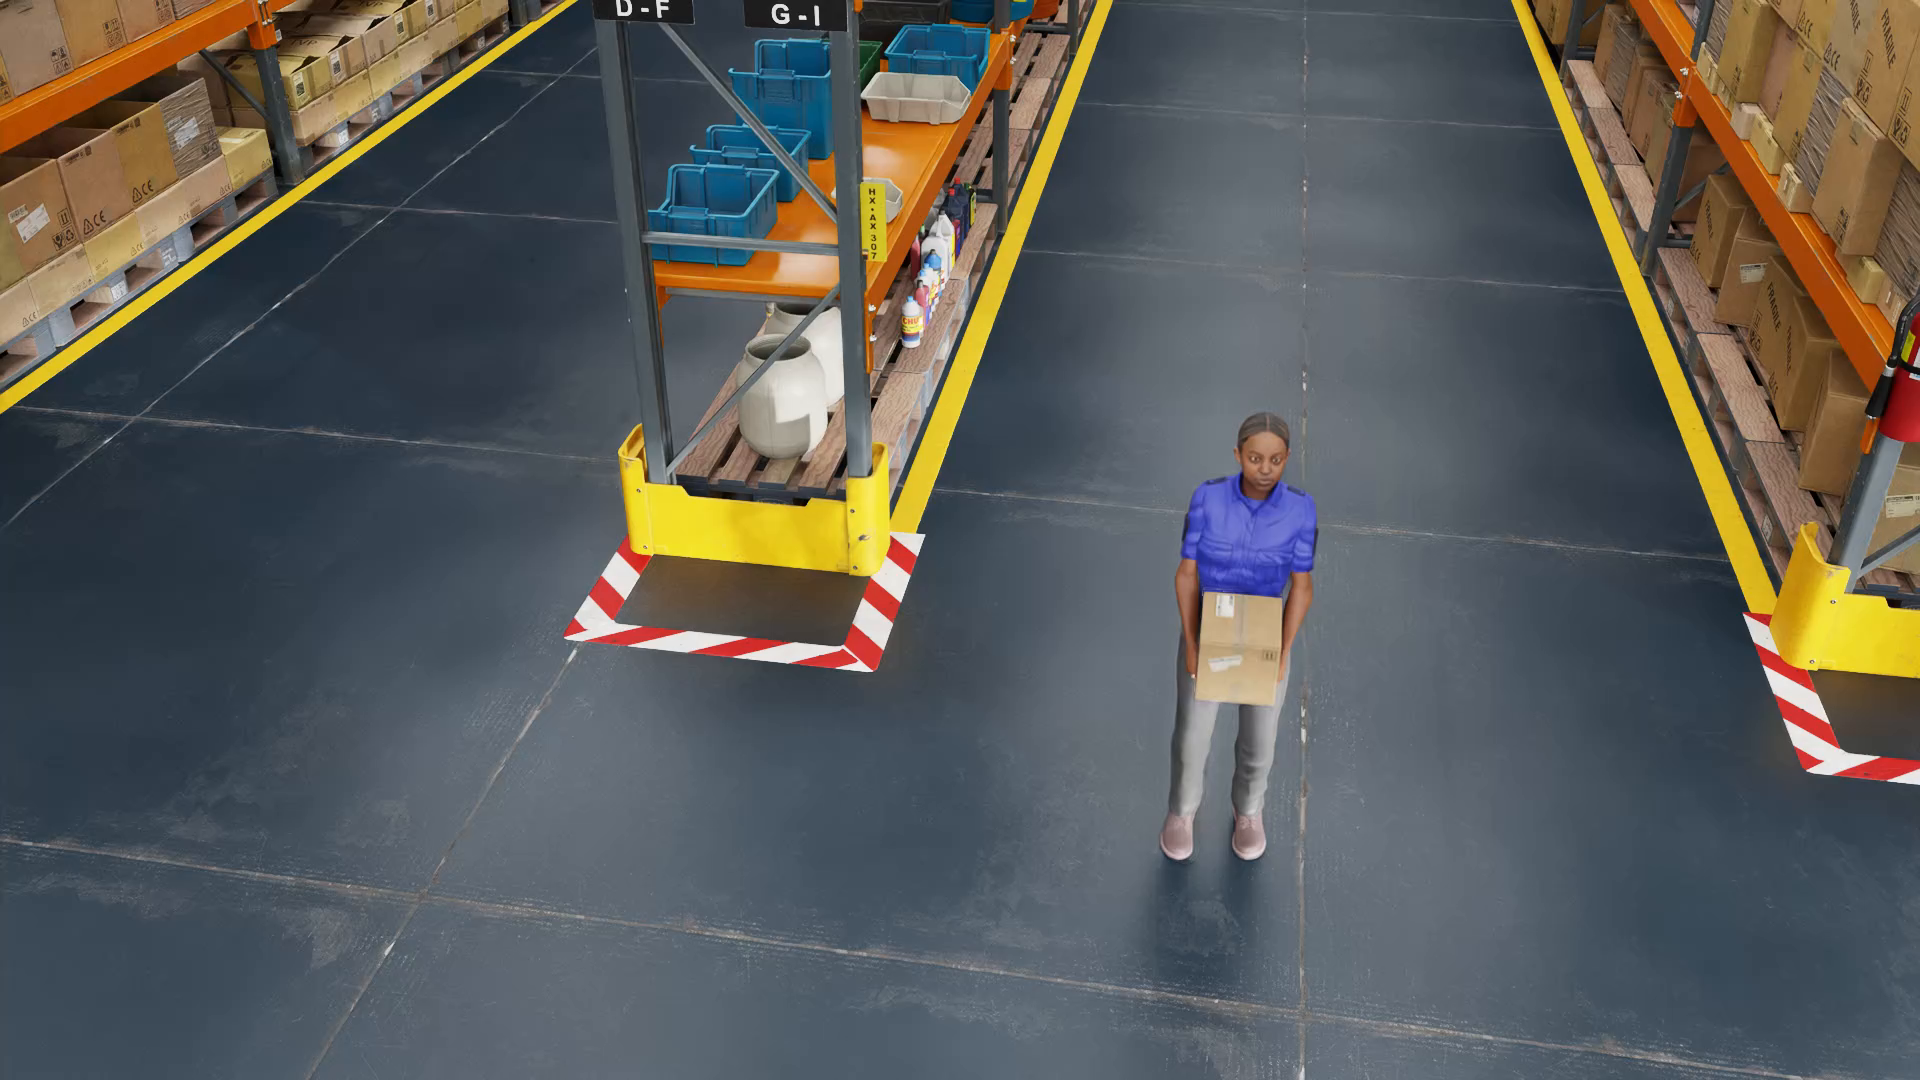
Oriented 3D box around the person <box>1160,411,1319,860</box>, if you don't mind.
[{"bbox_3d":[0.926,0.388,5.557,0.455,1.632,0.510,5,33,8],"label":"person"}]
